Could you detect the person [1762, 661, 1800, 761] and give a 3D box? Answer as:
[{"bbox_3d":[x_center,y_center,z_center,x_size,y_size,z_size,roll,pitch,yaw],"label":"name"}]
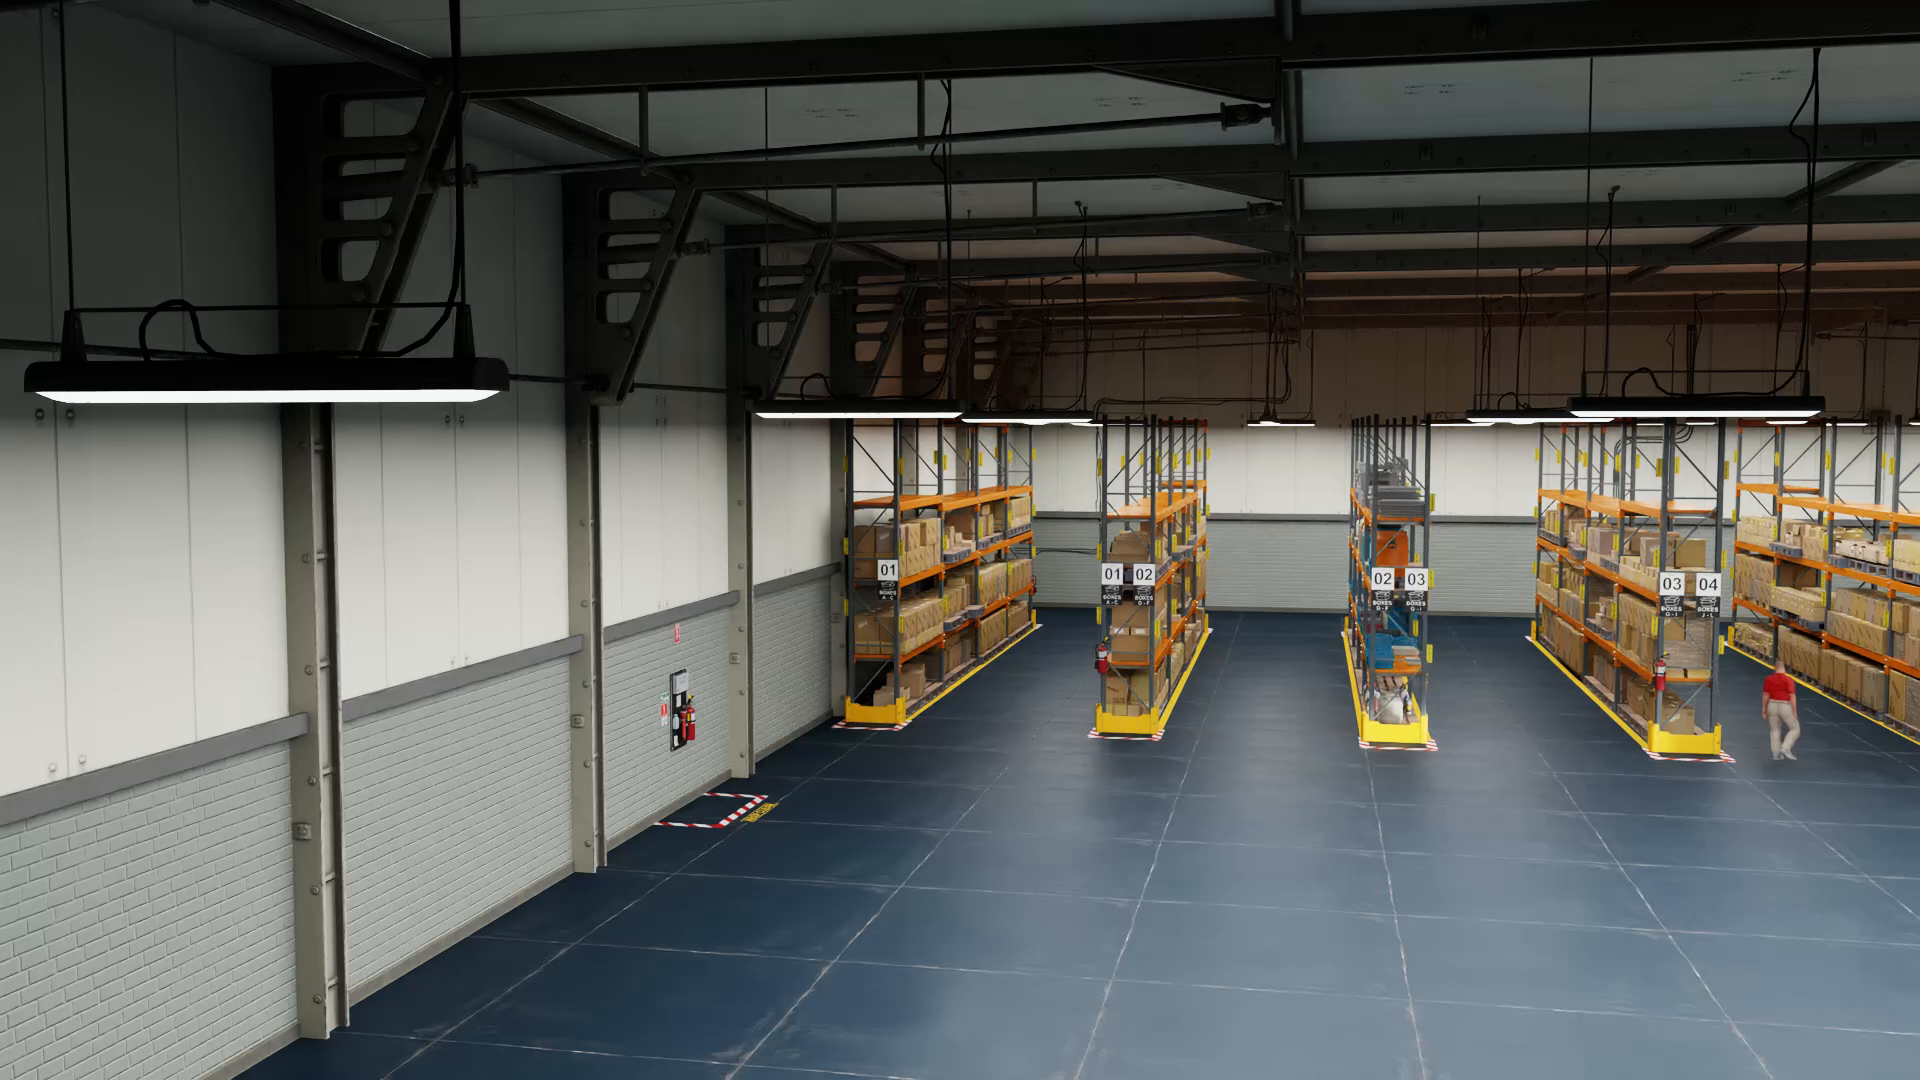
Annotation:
[{"bbox_3d":[14.160,2.953,28.702,0.503,1.722,0.640,-3,5,-42],"label":"person"}]
